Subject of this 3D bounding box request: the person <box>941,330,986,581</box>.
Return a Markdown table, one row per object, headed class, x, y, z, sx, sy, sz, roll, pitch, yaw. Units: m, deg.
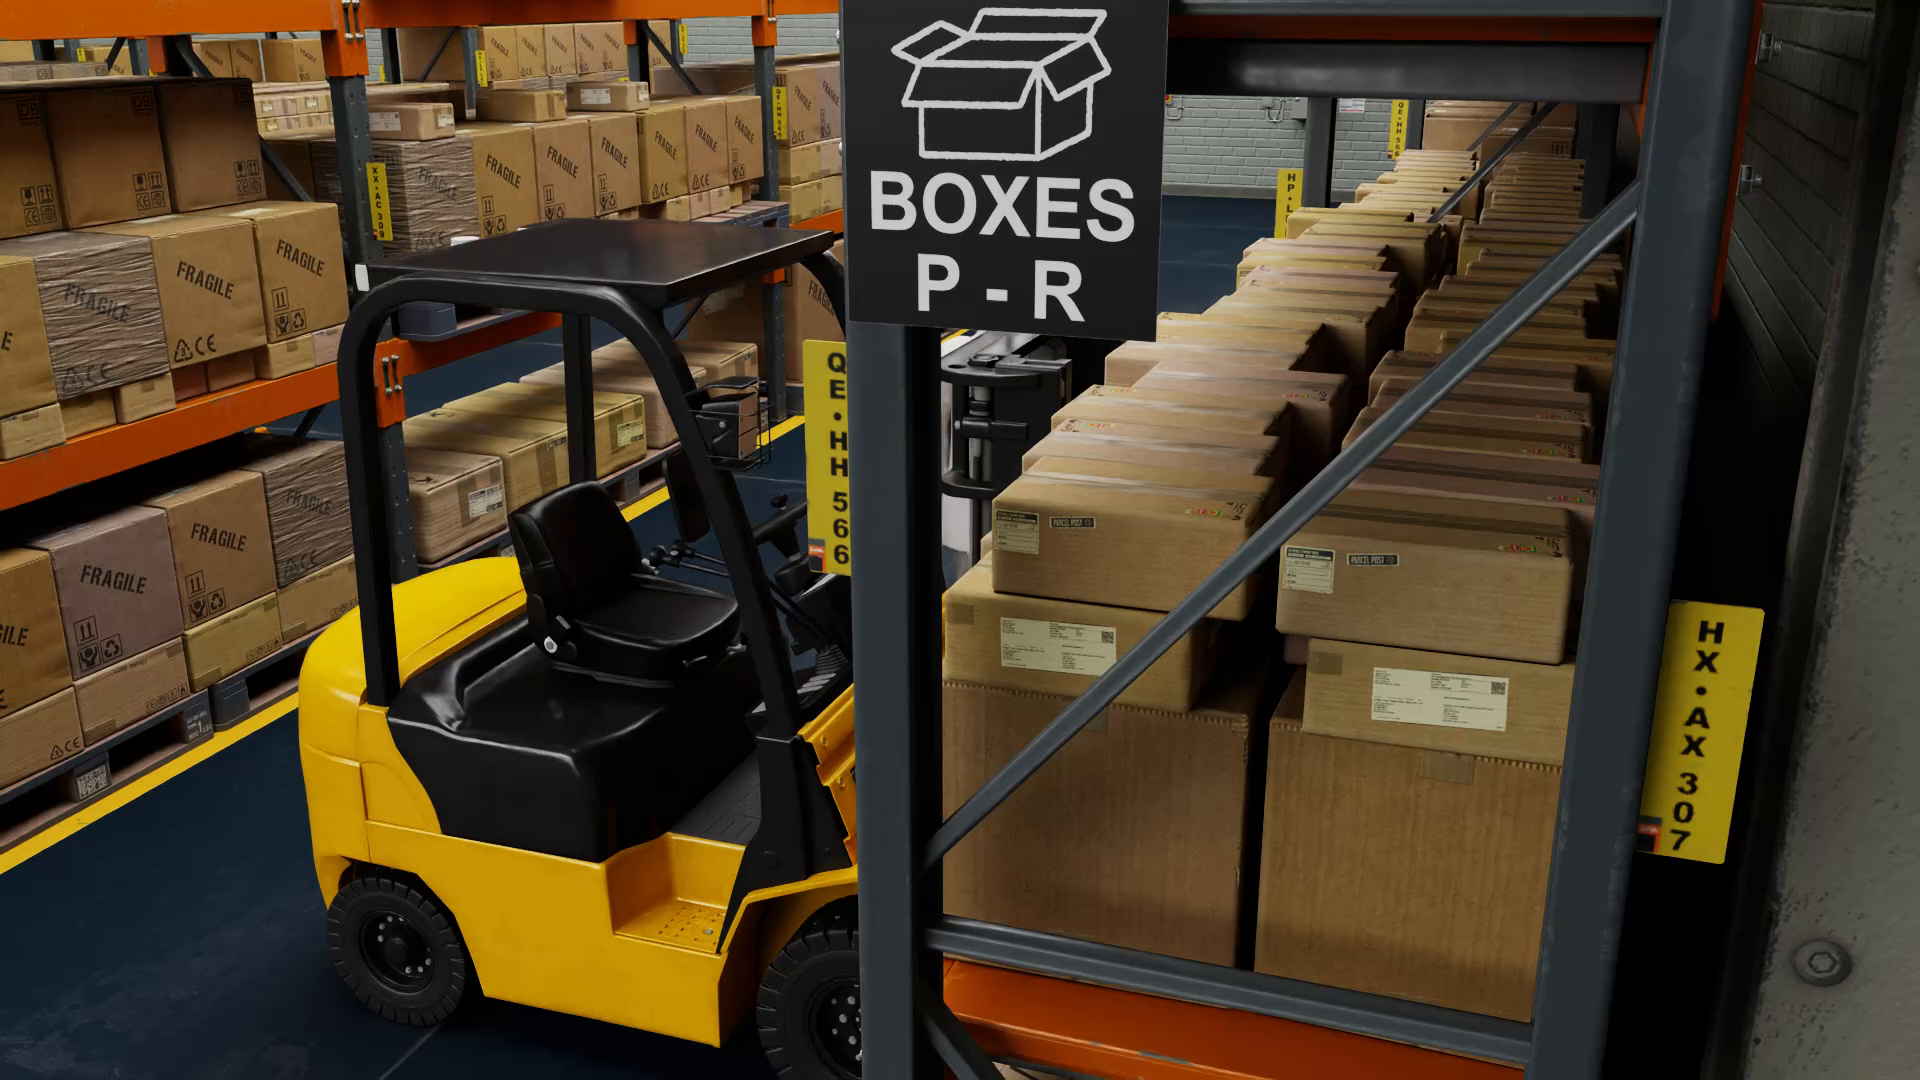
| class | x | y | z | sx | sy | sz | roll | pitch | yaw |
| --- | --- | --- | --- | --- | --- | --- | --- | --- | --- |
| person | 0.156 | -0.186 | 6.565 | 0.613 | 1.778 | 0.452 | 5 | 19 | 16 |
